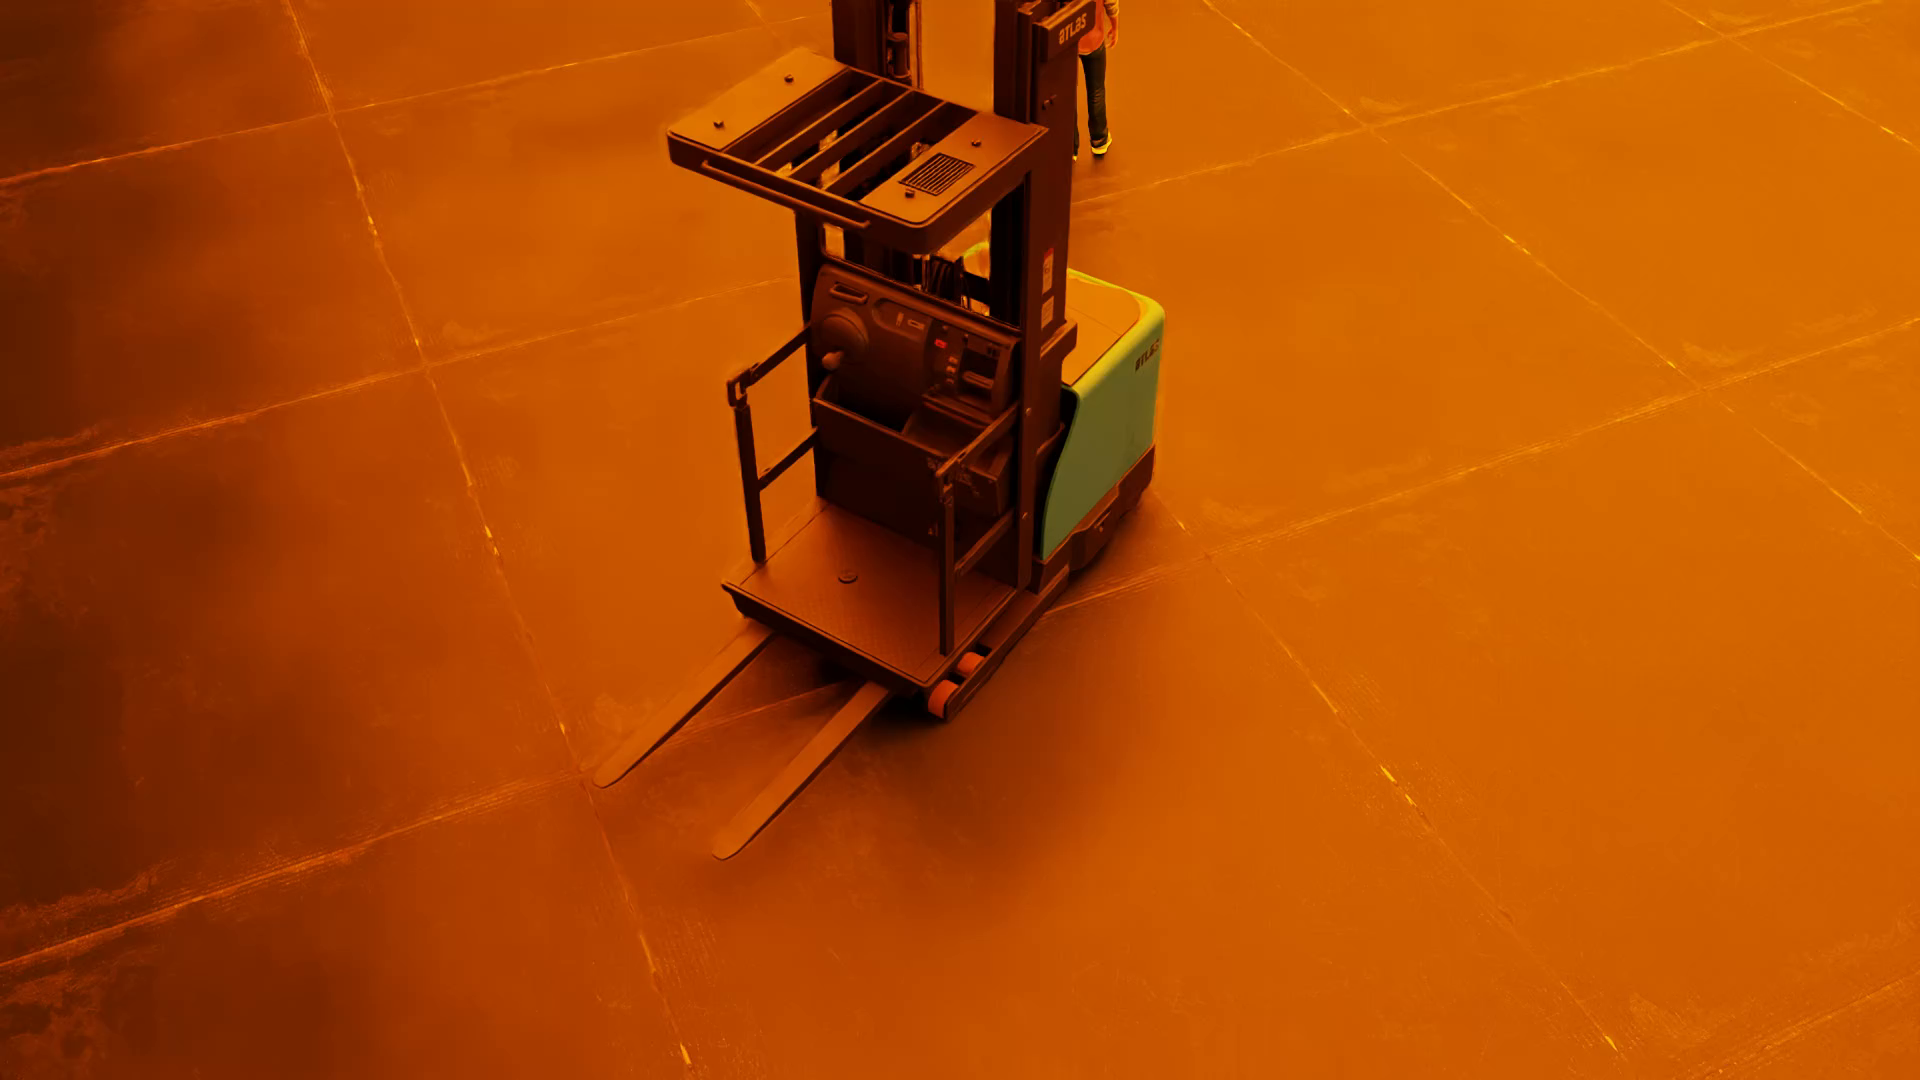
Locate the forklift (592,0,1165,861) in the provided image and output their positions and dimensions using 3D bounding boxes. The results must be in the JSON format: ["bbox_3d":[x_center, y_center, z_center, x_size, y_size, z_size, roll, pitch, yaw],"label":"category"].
[{"bbox_3d":[-0.315,-0.691,6.420,1.130,2.935,3.031,25,48,24],"label":"forklift"}]

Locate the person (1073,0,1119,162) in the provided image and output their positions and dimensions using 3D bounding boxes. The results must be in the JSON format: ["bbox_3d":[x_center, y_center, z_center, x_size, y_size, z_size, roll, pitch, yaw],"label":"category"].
[{"bbox_3d":[0.695,-2.999,9.861,0.520,1.597,0.475,1,43,1],"label":"person"}]
